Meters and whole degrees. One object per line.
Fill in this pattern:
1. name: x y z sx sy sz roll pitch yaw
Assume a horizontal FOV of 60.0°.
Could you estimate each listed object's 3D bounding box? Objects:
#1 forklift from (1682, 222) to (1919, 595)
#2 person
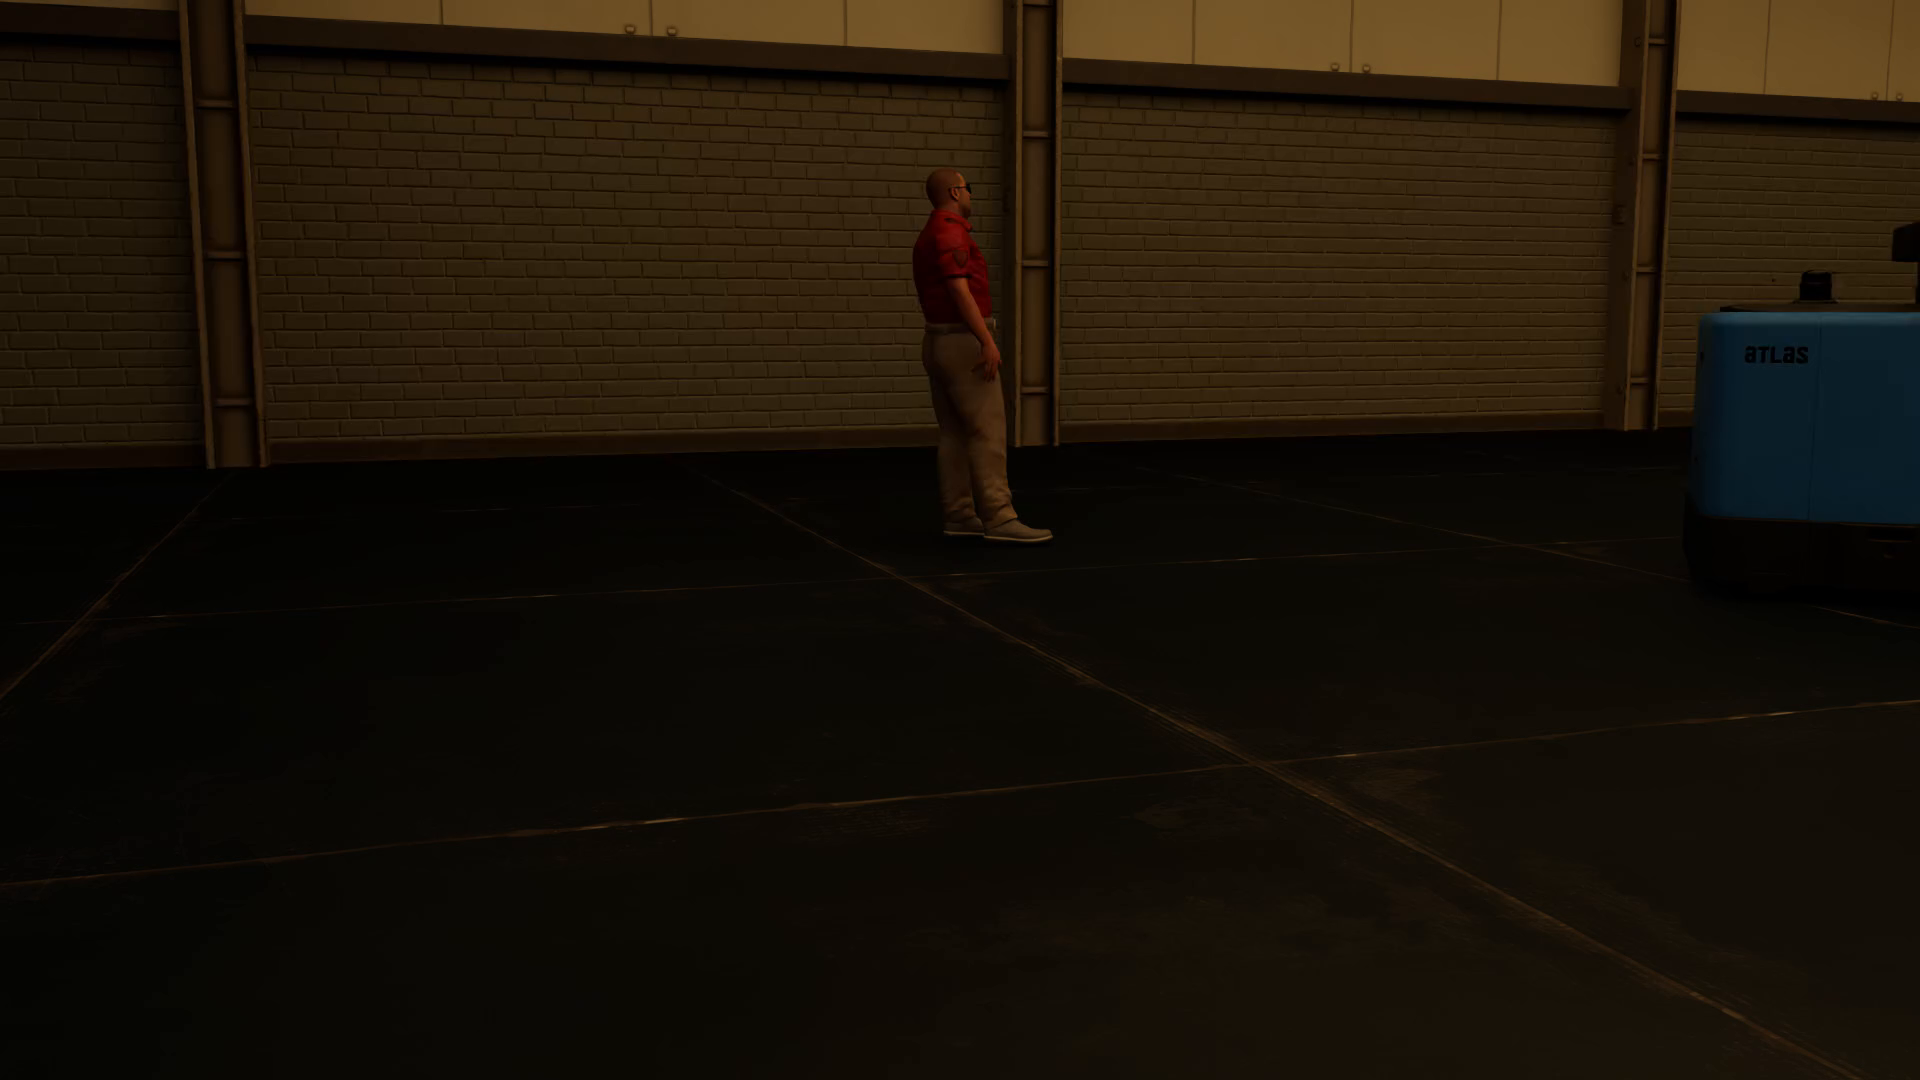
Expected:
1. forklift: 4.378 -1.224 6.047 3.031 2.935 1.130 3 8 21
2. person: 0.089 -0.866 7.824 0.550 1.727 0.642 -3 8 -18
